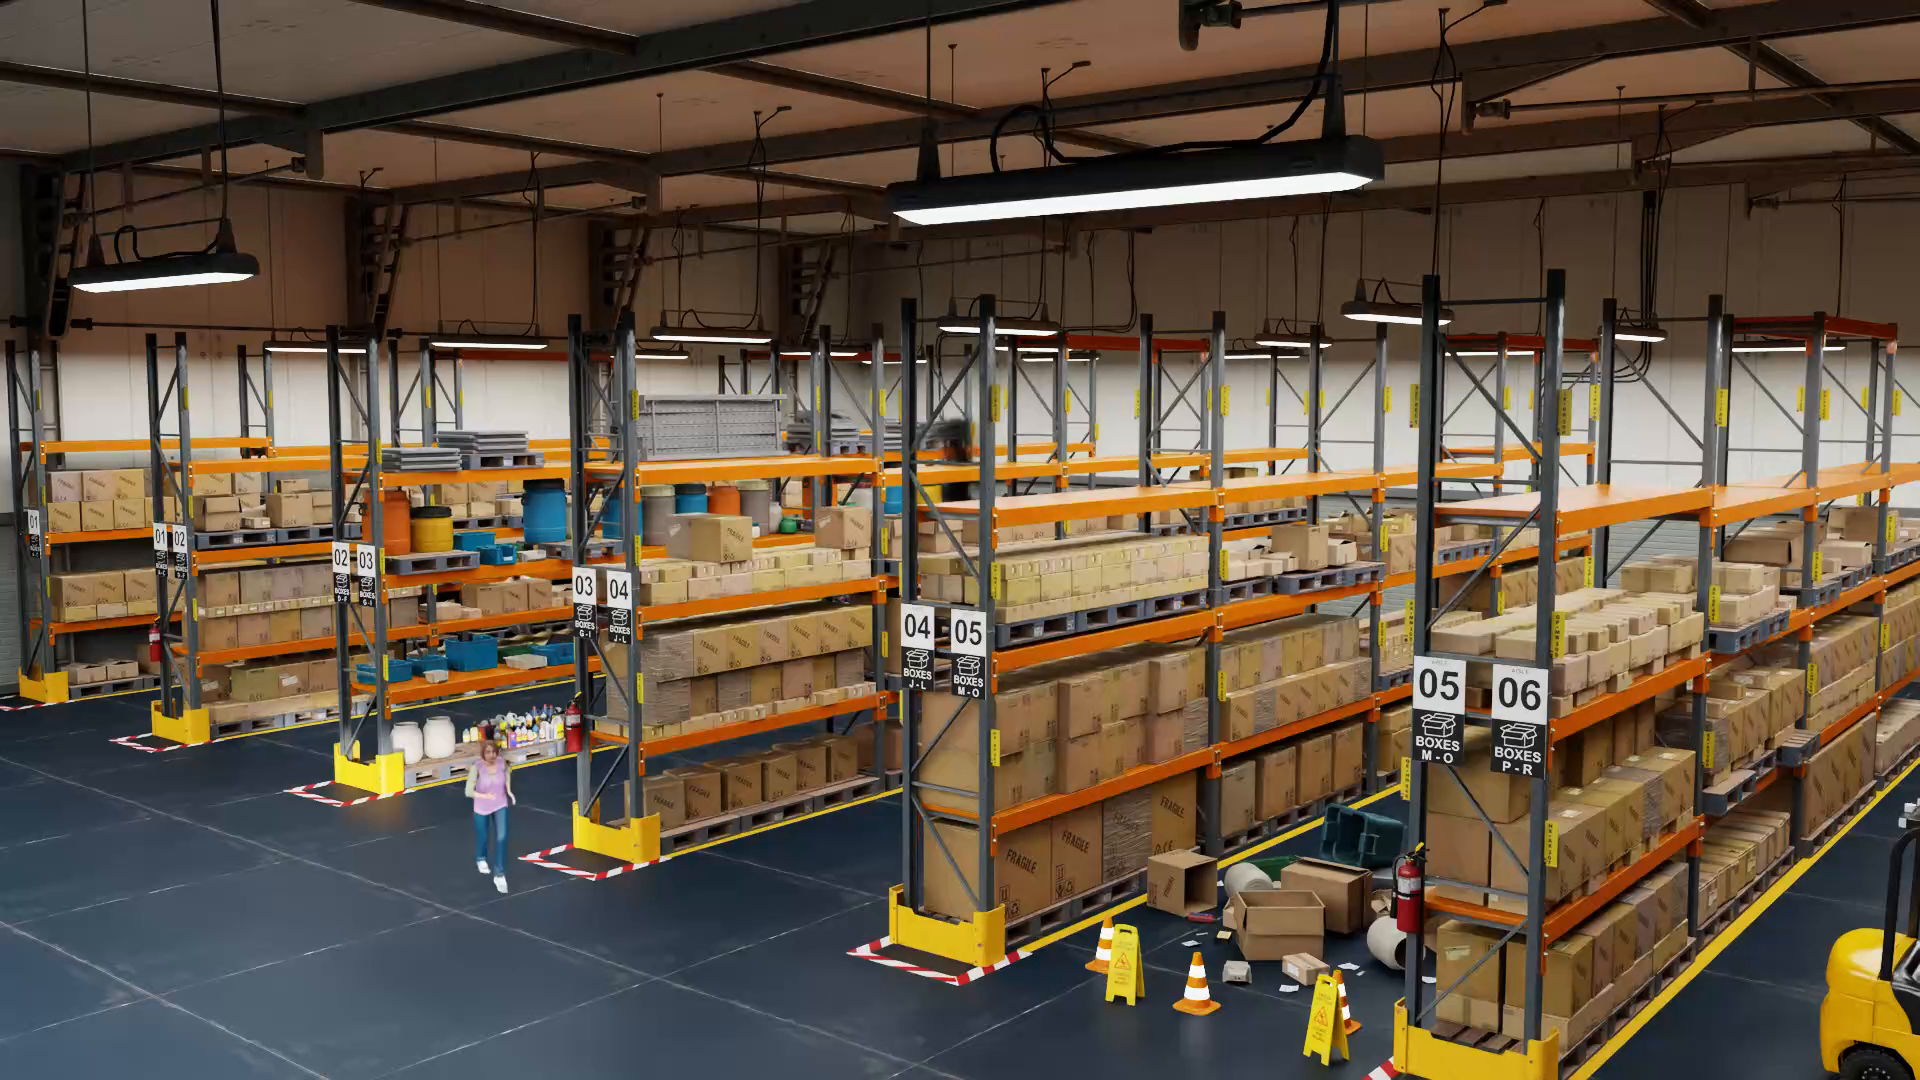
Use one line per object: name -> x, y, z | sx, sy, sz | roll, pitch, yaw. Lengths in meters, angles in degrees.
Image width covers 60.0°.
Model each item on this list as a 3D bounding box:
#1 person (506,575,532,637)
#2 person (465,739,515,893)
person -> -8.726, 1.340, 32.810 | 0.653, 1.811, 0.833 | 4, 6, 34
person -> -4.904, 2.827, 17.349 | 0.532, 1.571, 0.912 | -2, 6, -24
